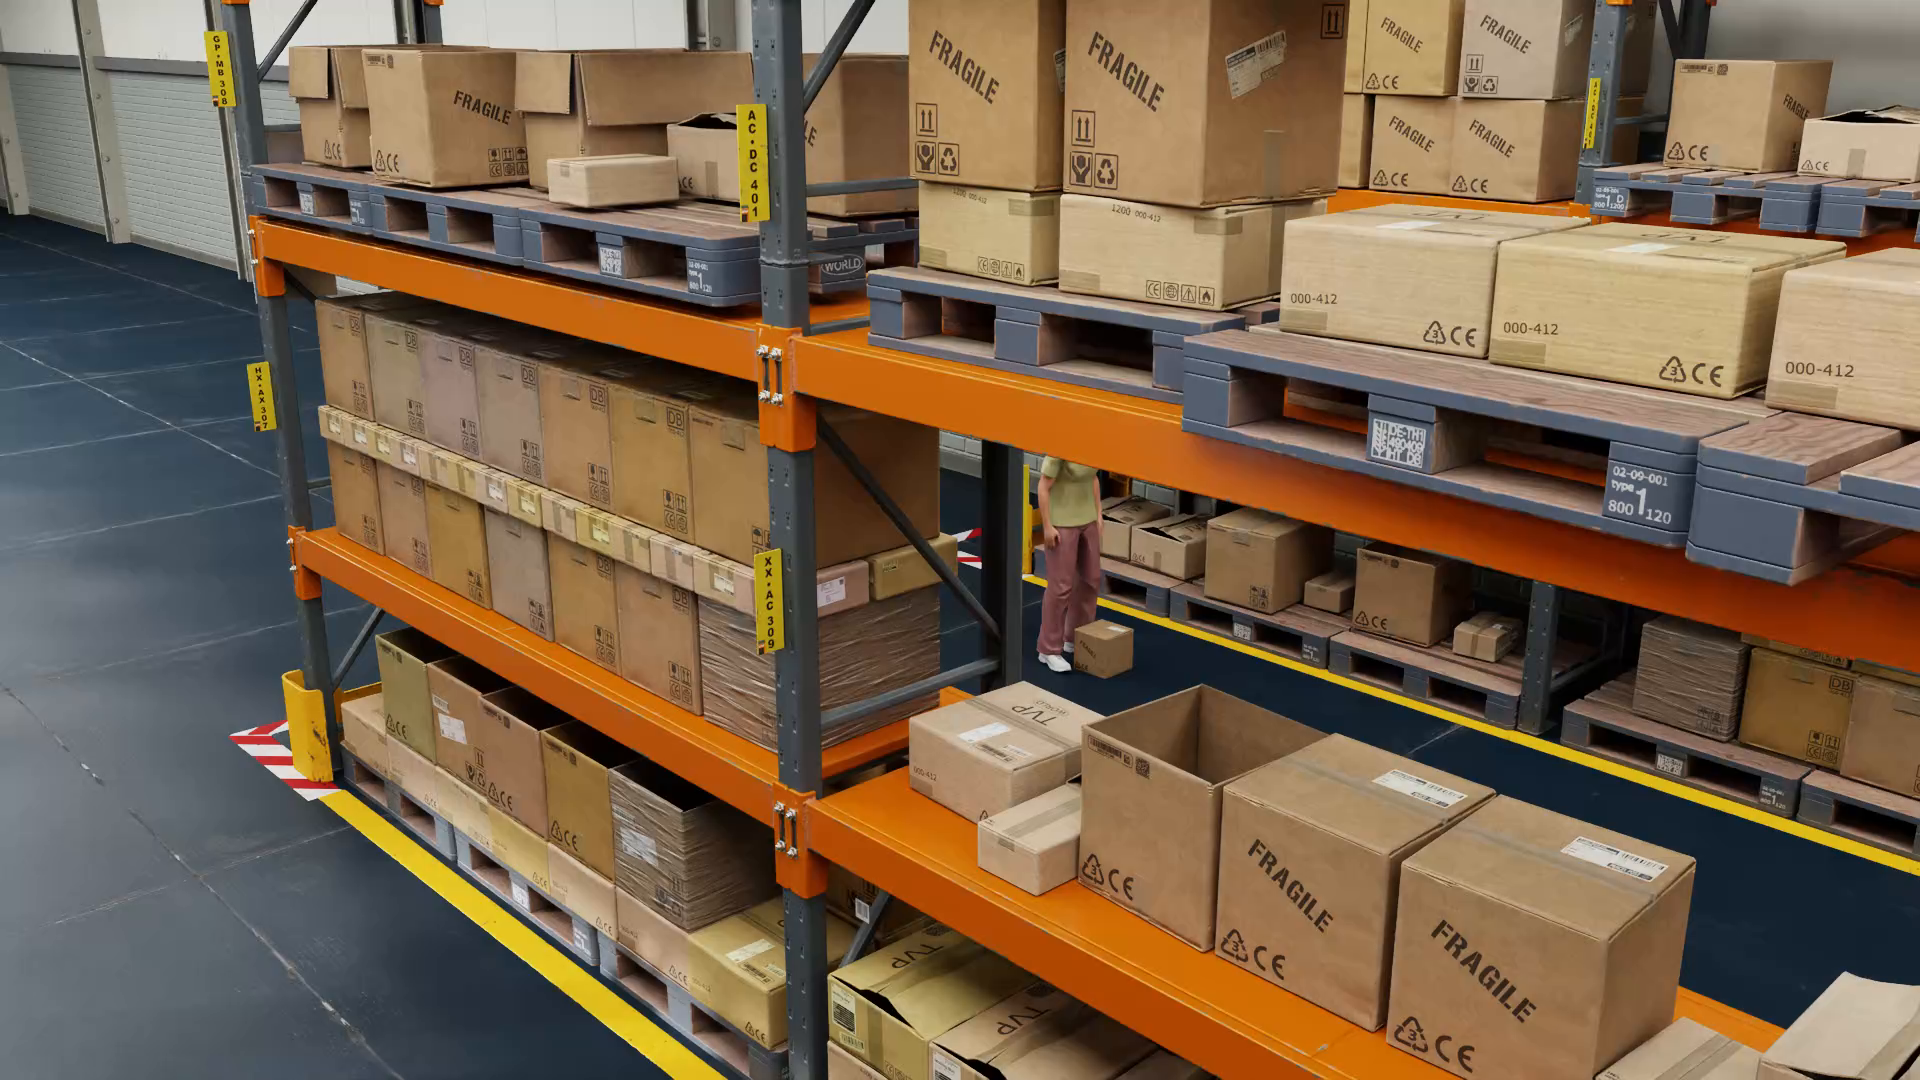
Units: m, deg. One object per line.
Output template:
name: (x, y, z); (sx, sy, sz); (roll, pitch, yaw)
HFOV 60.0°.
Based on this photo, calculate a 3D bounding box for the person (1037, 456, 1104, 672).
person: (0.676, -0.085, 9.821); (0.500, 1.673, 0.353); (-16, 23, -41)
